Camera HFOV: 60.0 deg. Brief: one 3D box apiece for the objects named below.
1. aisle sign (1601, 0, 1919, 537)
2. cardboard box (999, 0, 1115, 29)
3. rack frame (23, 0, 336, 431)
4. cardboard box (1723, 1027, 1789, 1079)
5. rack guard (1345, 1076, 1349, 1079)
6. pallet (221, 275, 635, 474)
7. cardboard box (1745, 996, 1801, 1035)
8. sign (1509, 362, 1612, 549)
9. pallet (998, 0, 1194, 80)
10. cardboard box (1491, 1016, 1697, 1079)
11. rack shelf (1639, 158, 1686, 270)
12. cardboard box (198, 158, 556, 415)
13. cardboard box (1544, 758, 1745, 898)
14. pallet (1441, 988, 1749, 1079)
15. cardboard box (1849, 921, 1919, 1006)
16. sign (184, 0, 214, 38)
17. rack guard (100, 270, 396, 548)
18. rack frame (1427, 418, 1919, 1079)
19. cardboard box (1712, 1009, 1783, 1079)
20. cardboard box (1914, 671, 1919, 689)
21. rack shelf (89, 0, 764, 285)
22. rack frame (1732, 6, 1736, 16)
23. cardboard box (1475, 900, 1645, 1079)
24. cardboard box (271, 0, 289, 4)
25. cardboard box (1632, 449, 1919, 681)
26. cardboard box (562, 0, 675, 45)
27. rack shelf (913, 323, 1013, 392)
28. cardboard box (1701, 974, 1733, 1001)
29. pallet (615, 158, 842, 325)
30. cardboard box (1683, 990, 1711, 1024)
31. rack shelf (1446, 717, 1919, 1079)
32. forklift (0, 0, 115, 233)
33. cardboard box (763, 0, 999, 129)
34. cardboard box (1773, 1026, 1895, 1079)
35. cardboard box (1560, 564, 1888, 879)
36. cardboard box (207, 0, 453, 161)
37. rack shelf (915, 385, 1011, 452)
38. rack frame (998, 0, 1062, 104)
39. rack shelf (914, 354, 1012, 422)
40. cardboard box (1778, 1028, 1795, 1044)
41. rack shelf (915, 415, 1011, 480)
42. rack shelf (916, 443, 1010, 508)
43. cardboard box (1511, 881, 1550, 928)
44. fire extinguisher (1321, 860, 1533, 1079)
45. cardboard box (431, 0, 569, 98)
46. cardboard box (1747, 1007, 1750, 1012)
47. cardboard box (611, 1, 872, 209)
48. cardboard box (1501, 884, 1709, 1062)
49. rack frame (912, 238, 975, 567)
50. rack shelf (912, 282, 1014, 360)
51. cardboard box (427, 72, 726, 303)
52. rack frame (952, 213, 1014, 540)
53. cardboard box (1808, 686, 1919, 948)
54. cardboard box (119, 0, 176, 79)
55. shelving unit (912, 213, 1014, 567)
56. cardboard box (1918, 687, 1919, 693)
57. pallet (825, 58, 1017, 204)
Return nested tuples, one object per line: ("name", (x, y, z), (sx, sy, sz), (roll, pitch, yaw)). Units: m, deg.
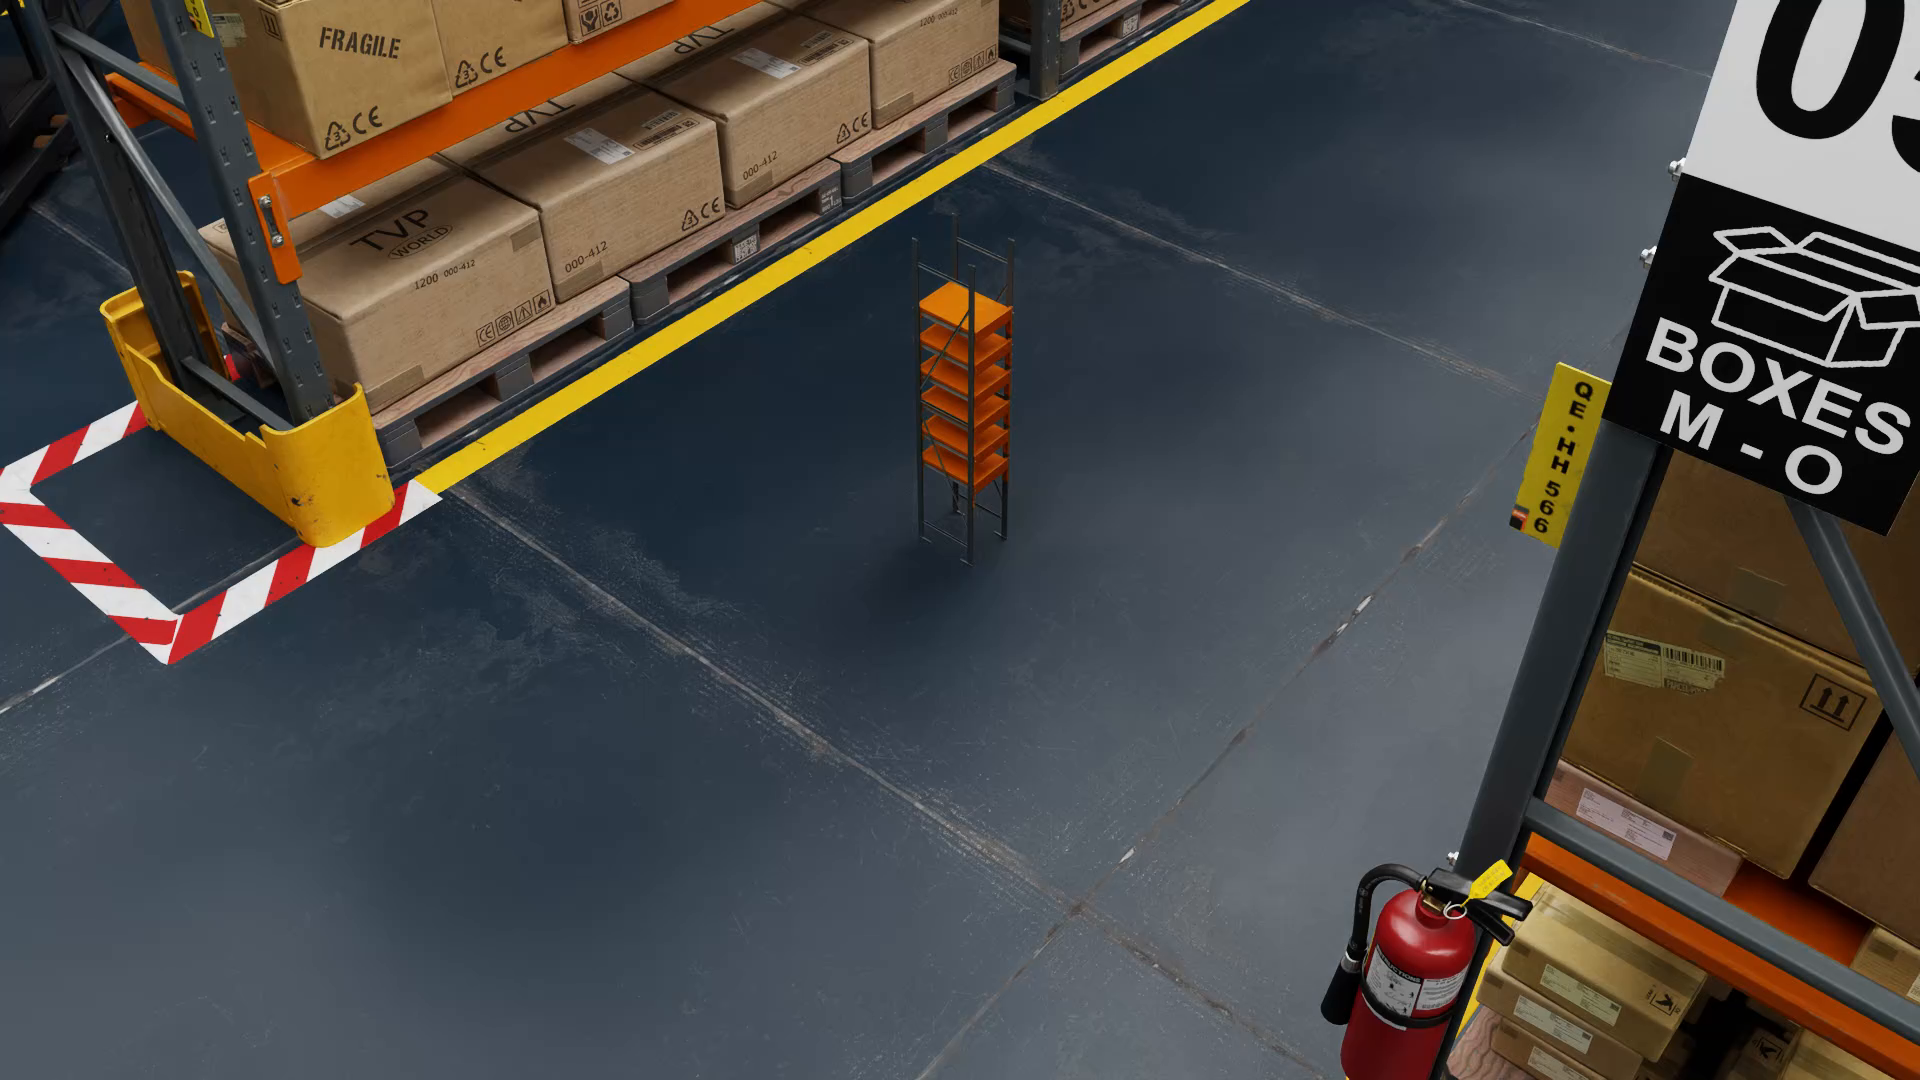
("aisle sign", (1.063, -0.381, 2.007), (0.394, 0.787, 0.004), (29, 50, 28))
("cardboard box", (0.398, -3.201, 8.308), (0.875, 0.875, 0.875), (31, 51, 30))
("rack frame", (-2.514, -1.418, 5.080), (1.000, 3.000, 0.127), (29, 50, 28))
("cardboard box", (1.873, 1.304, 3.672), (0.380, 0.149, 0.250), (32, 51, 30))
("rack guard", (1.388, 1.559, 3.664), (1.175, 0.500, 0.348), (29, 50, 28))
("pallet", (-2.060, -0.832, 6.508), (1.003, 0.211, 1.213), (29, 50, 28))
("cardboard box", (2.022, 1.036, 3.746), (0.380, 0.149, 0.250), (30, 50, 29))
("sign", (0.927, -0.123, 2.560), (0.100, 0.325, 0.005), (29, 50, 28))
("pallet", (0.499, -2.876, 8.756), (1.003, 0.211, 1.213), (29, 50, 28))
("cardboard box", (1.519, 1.211, 3.995), (0.380, 0.149, 0.250), (30, 50, 29))
("rack shelf", (2.627, -1.200, 3.145), (1.077, 0.370, 4.000), (29, 50, 28))
("cardboard box", (-2.166, -1.008, 6.222), (0.875, 0.438, 0.875), (28, 49, 27))
("cardboard box", (1.333, 0.476, 3.184), (0.380, 0.149, 0.250), (30, 50, 28))
("pallet", (1.938, 1.263, 4.204), (1.003, 0.211, 1.213), (29, 50, 28))
("cardboard box", (1.799, 0.741, 2.892), (0.380, 0.149, 0.250), (29, 50, 28))
("sign", (-2.093, -1.524, 4.494), (0.100, 0.325, 0.005), (29, 50, 28))
("rack guard", (-2.530, -0.481, 5.907), (1.175, 0.500, 0.348), (29, 50, 28))
("rack frame", (1.339, 0.673, 2.780), (1.000, 3.000, 0.127), (29, 50, 28))
("cardboard box", (2.027, 1.271, 3.929), (0.380, 0.149, 0.250), (29, 50, 28))
("cardboard box", (2.165, 0.128, 3.084), (0.500, 0.500, 0.500), (30, 50, 29))
("rack shelf", (-1.227, -2.182, 6.454), (1.077, 0.370, 4.000), (29, 50, 28))
("rack frame", (1.339, -1.546, 0.762), (1.000, 3.000, 0.127), (29, 50, 28))
("cardboard box", (1.461, 1.067, 3.932), (0.380, 0.149, 0.250), (28, 49, 27))
("cardboard box", (-1.987, -1.949, 4.846), (0.500, 0.500, 0.500), (28, 49, 28))
("cardboard box", (1.443, -0.187, 2.687), (0.500, 0.500, 0.500), (28, 49, 28))
("cardboard box", (-1.340, -2.104, 5.760), (0.500, 0.500, 0.500), (29, 50, 28))
("rack shelf", (0.009, -0.596, 5.223), (0.258, 0.103, 0.180), (29, 50, 28))
("cardboard box", (1.692, 0.866, 3.933), (0.380, 0.149, 0.250), (30, 50, 29))
("pallet", (-1.274, -1.457, 7.196), (1.003, 0.211, 1.213), (29, 50, 28))
("cardboard box", (1.670, 0.956, 4.055), (0.380, 0.149, 0.250), (28, 49, 28))
("rack shelf", (2.627, -0.090, 4.154), (1.077, 0.370, 4.000), (29, 50, 28))
("forklift", (-4.643, -2.730, 6.574), (1.130, 2.935, 3.031), (0, 42, 0))
("cardboard box", (-0.426, -2.408, 7.761), (0.875, 0.438, 0.875), (29, 50, 28))
("cardboard box", (1.937, 1.230, 3.532), (0.380, 0.149, 0.250), (27, 49, 27))
("cardboard box", (1.432, 0.183, 3.023), (0.500, 0.500, 0.500), (31, 50, 29))
("cardboard box", (-1.986, -1.578, 5.181), (0.500, 0.500, 0.500), (29, 50, 28))
("rack shelf", (0.009, -0.419, 5.384), (0.258, 0.103, 0.180), (29, 50, 28))
("rack frame", (0.060, -3.477, 7.345), (1.000, 3.000, 0.127), (29, 50, 28))
("rack shelf", (0.009, -0.507, 5.304), (0.258, 0.103, 0.180), (29, 50, 28))
("cardboard box", (2.092, 1.187, 3.800), (0.380, 0.149, 0.250), (29, 50, 28))
("rack shelf", (0.009, -0.330, 5.465), (0.258, 0.103, 0.180), (29, 50, 28))
("rack shelf", (0.009, -0.241, 5.546), (0.258, 0.103, 0.180), (29, 50, 28))
("cardboard box", (1.606, 1.035, 4.189), (0.380, 0.149, 0.250), (31, 51, 30))
("fire extinguisher", (0.824, 0.770, 3.008), (0.296, 0.674, 0.183), (29, 50, 28))
("cardboard box", (-1.681, -1.850, 5.481), (0.500, 0.500, 0.500), (29, 50, 28))
("cardboard box", (2.182, 1.140, 4.073), (0.380, 0.149, 0.250), (30, 50, 29))
("cardboard box", (-1.002, -1.947, 7.254), (0.875, 0.438, 0.875), (28, 49, 27))
("cardboard box", (1.486, 0.970, 3.818), (0.380, 0.149, 0.250), (30, 50, 29))
("rack frame", (-0.050, -0.404, 5.303), (0.240, 1.200, 0.006), (29, 50, 28))
("rack shelf", (0.009, -0.685, 5.142), (0.258, 0.103, 0.180), (29, 50, 28))
("cardboard box", (-1.584, -1.483, 6.744), (0.875, 0.438, 0.875), (31, 51, 29))
("rack frame", (0.068, -0.498, 5.406), (0.240, 1.200, 0.006), (29, 50, 28))
("cardboard box", (1.840, 0.415, 2.769), (0.500, 0.500, 0.500), (32, 51, 30))
("cardboard box", (-2.407, -1.818, 5.445), (0.500, 0.500, 0.500), (30, 50, 29))
("shelving unit", (0.009, -0.451, 5.355), (0.258, 1.200, 0.189), (29, 50, 28))
("cardboard box", (1.831, 0.040, 2.438), (0.500, 0.500, 0.500), (29, 50, 28))
("pallet", (-0.489, -2.088, 7.890), (1.003, 0.211, 1.213), (29, 50, 28))
